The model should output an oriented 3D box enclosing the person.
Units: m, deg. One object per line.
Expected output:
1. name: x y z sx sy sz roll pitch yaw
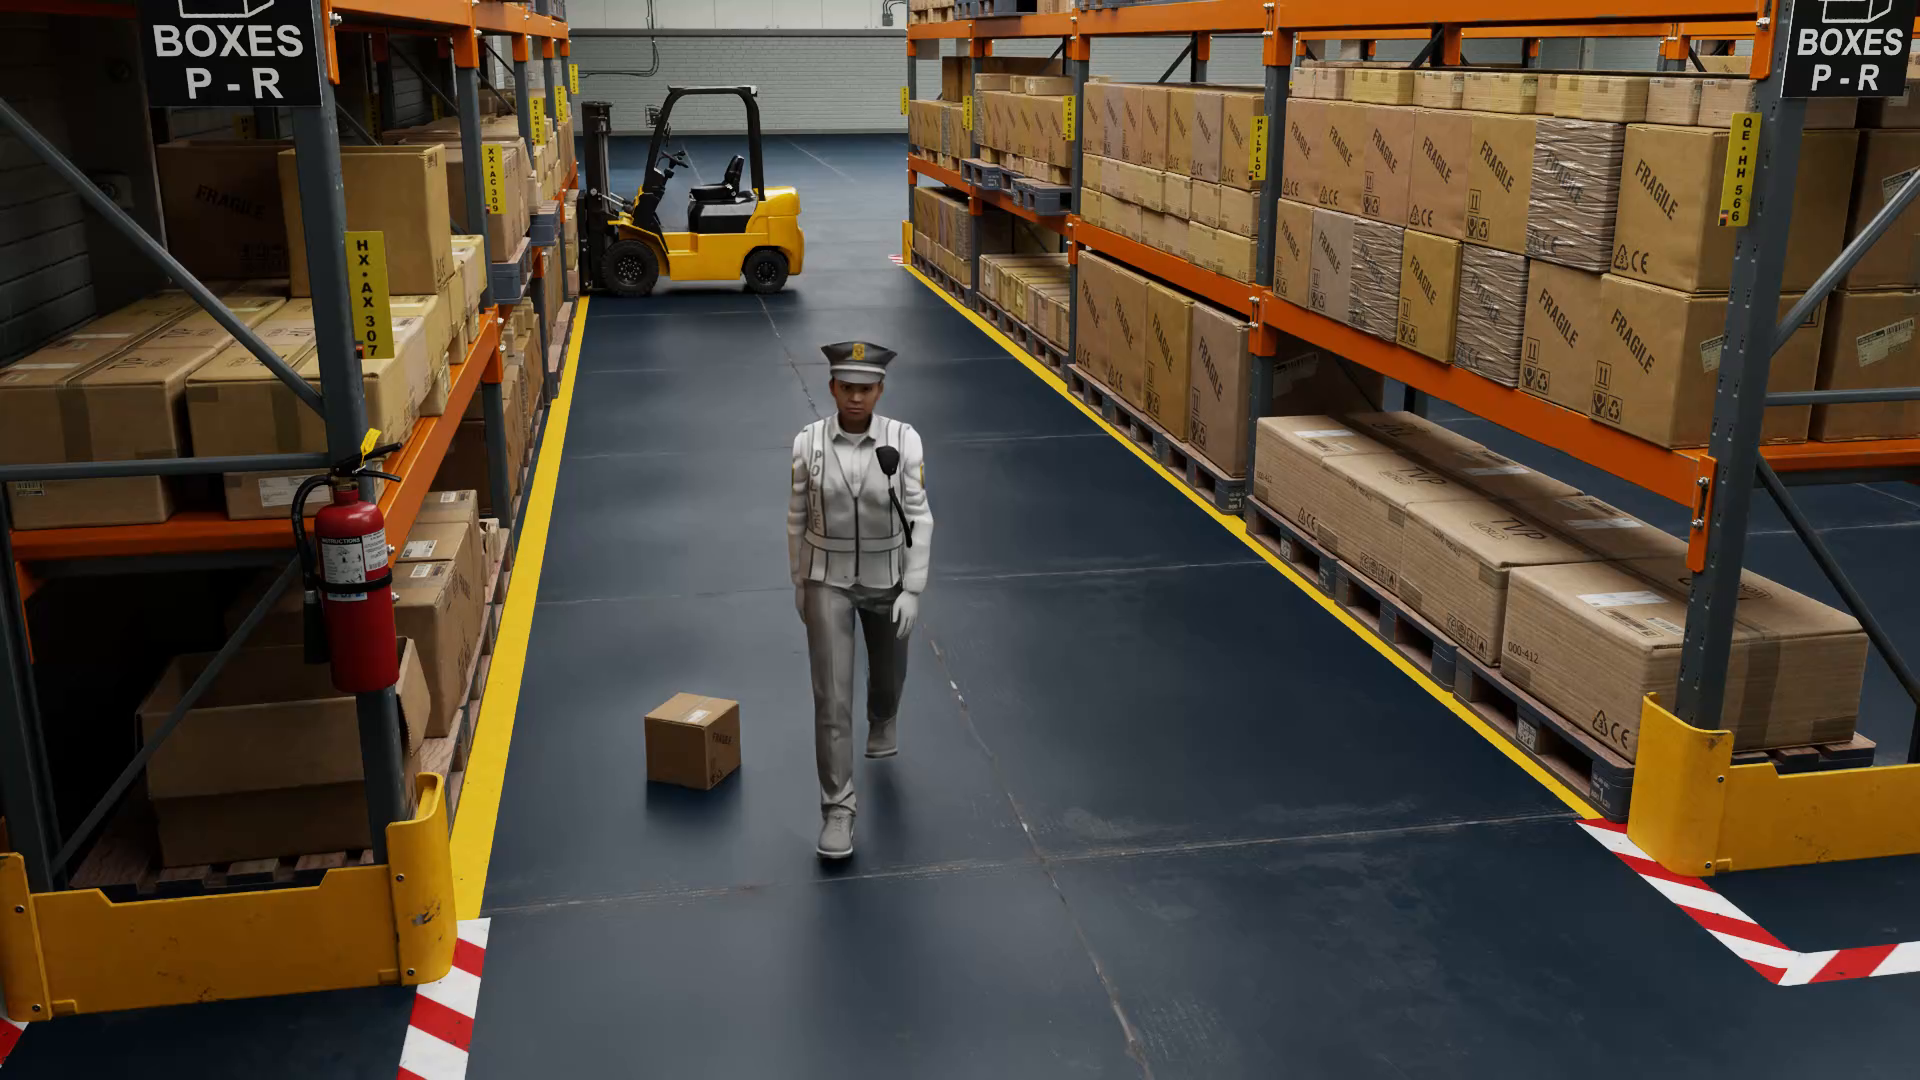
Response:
1. person: -0.331 0.126 5.552 0.480 1.645 0.944 -2 17 -6
